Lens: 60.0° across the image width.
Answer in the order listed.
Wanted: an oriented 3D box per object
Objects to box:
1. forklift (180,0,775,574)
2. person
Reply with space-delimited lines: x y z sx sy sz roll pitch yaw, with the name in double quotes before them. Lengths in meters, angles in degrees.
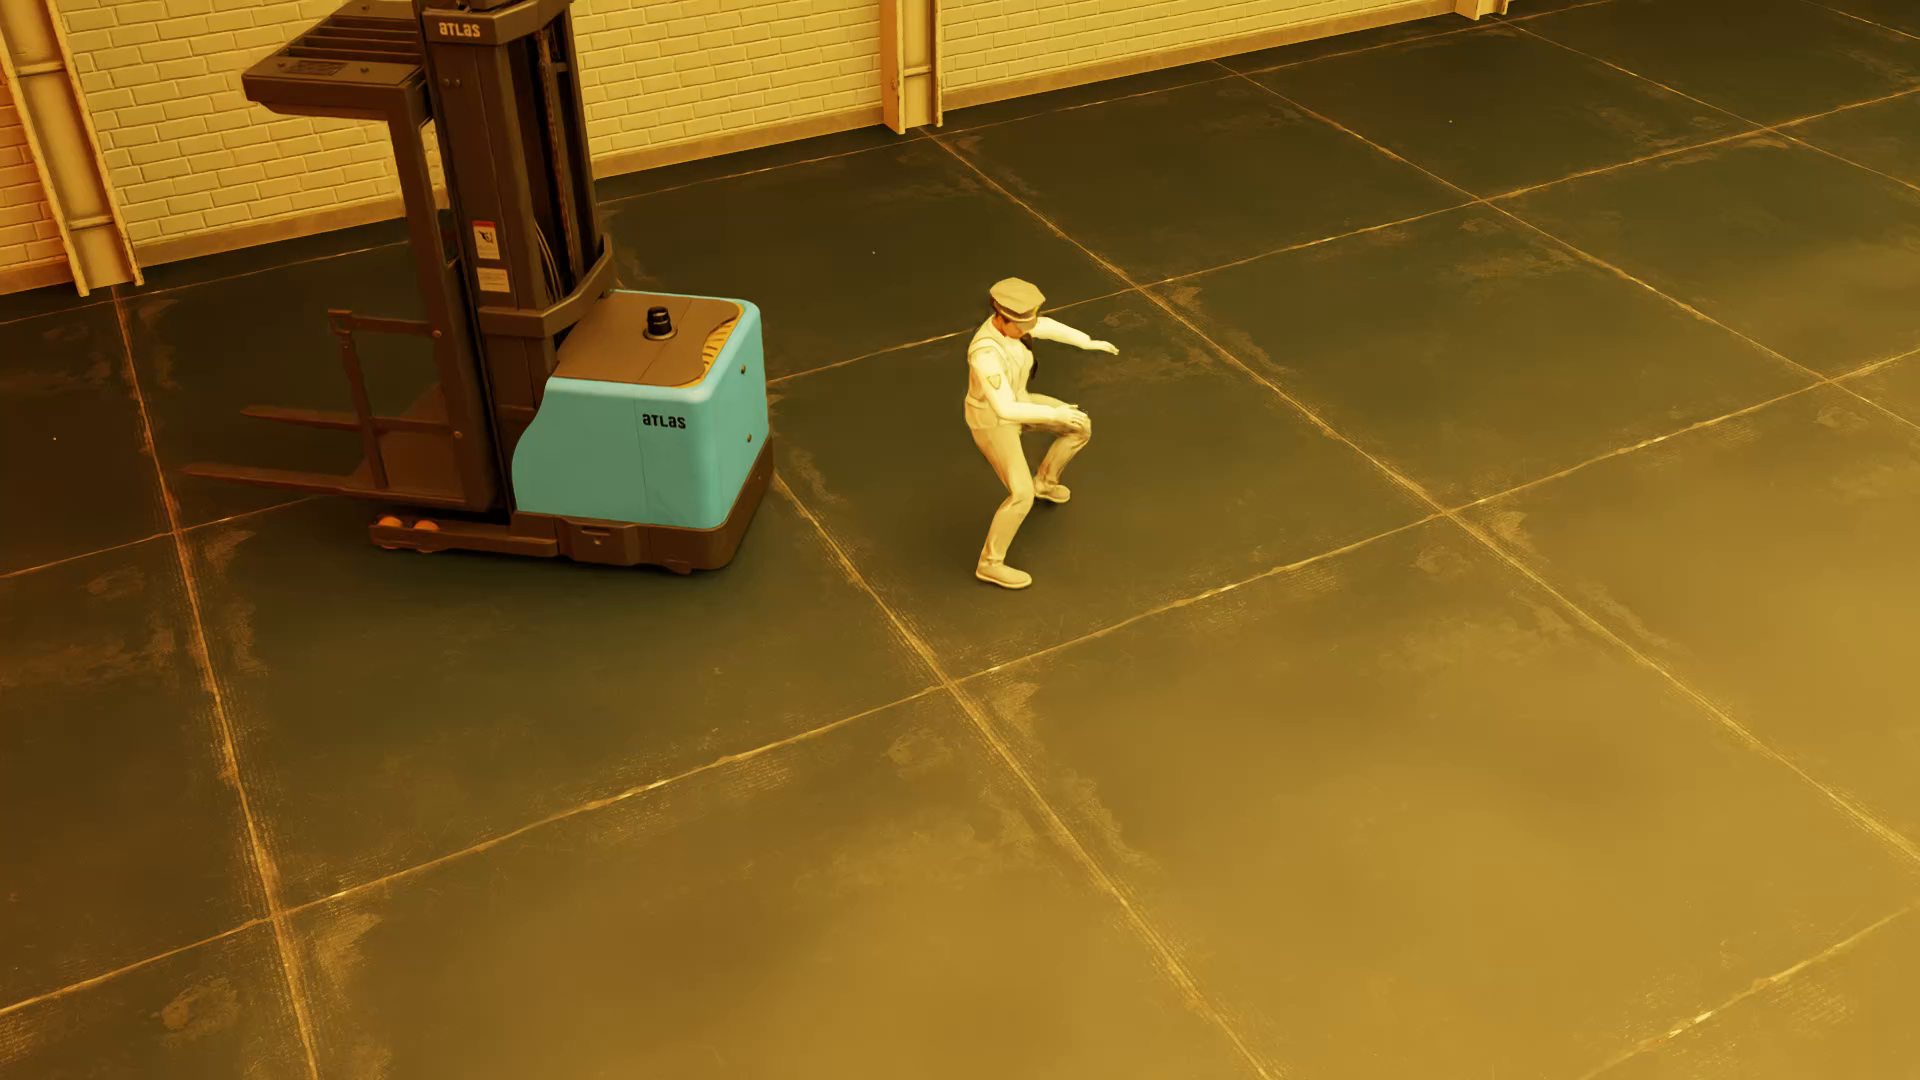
"forklift" -2.578 -1.424 8.137 3.031 2.935 1.130 6 36 8
"person" 0.372 -0.603 8.258 0.716 1.449 0.934 19 40 25
